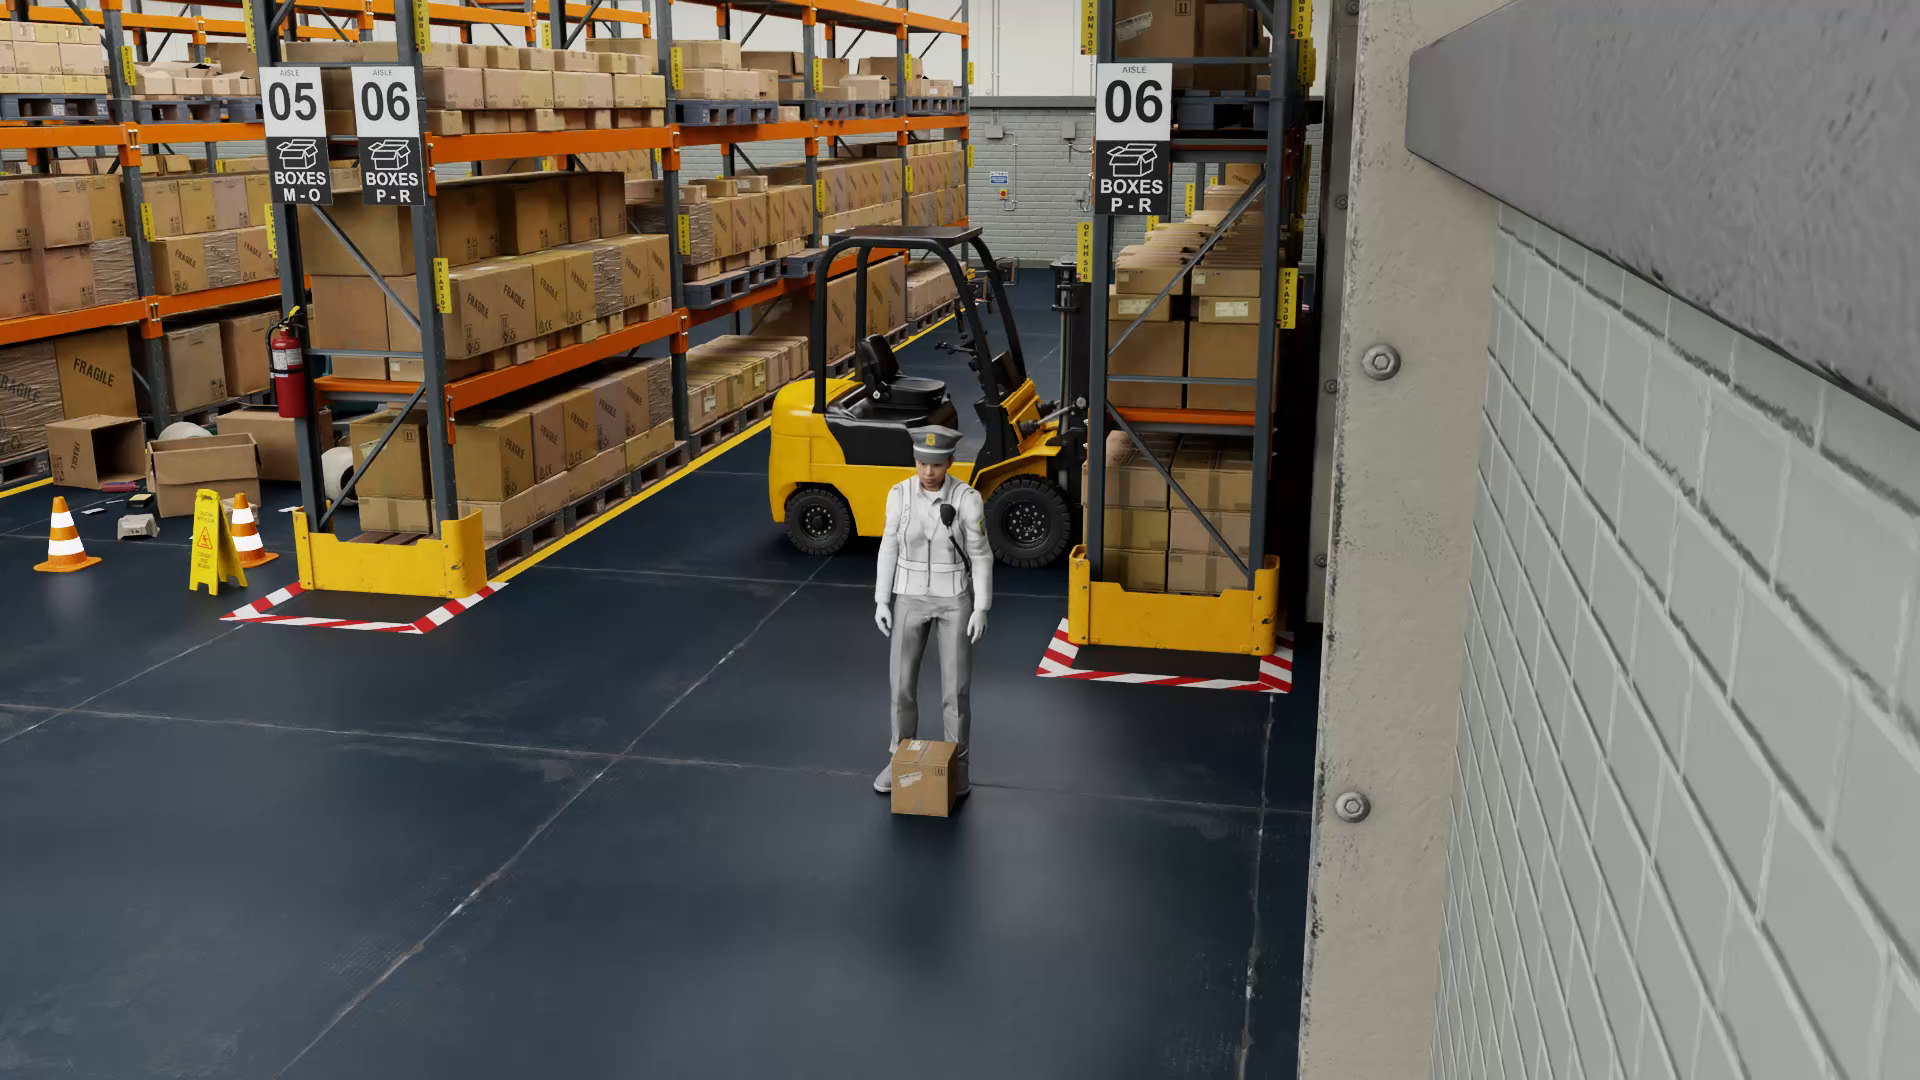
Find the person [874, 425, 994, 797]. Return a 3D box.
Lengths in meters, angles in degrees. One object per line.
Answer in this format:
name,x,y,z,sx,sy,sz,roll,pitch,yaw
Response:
person,-0.120,0.301,7.366,0.526,1.663,0.375,3,15,11
